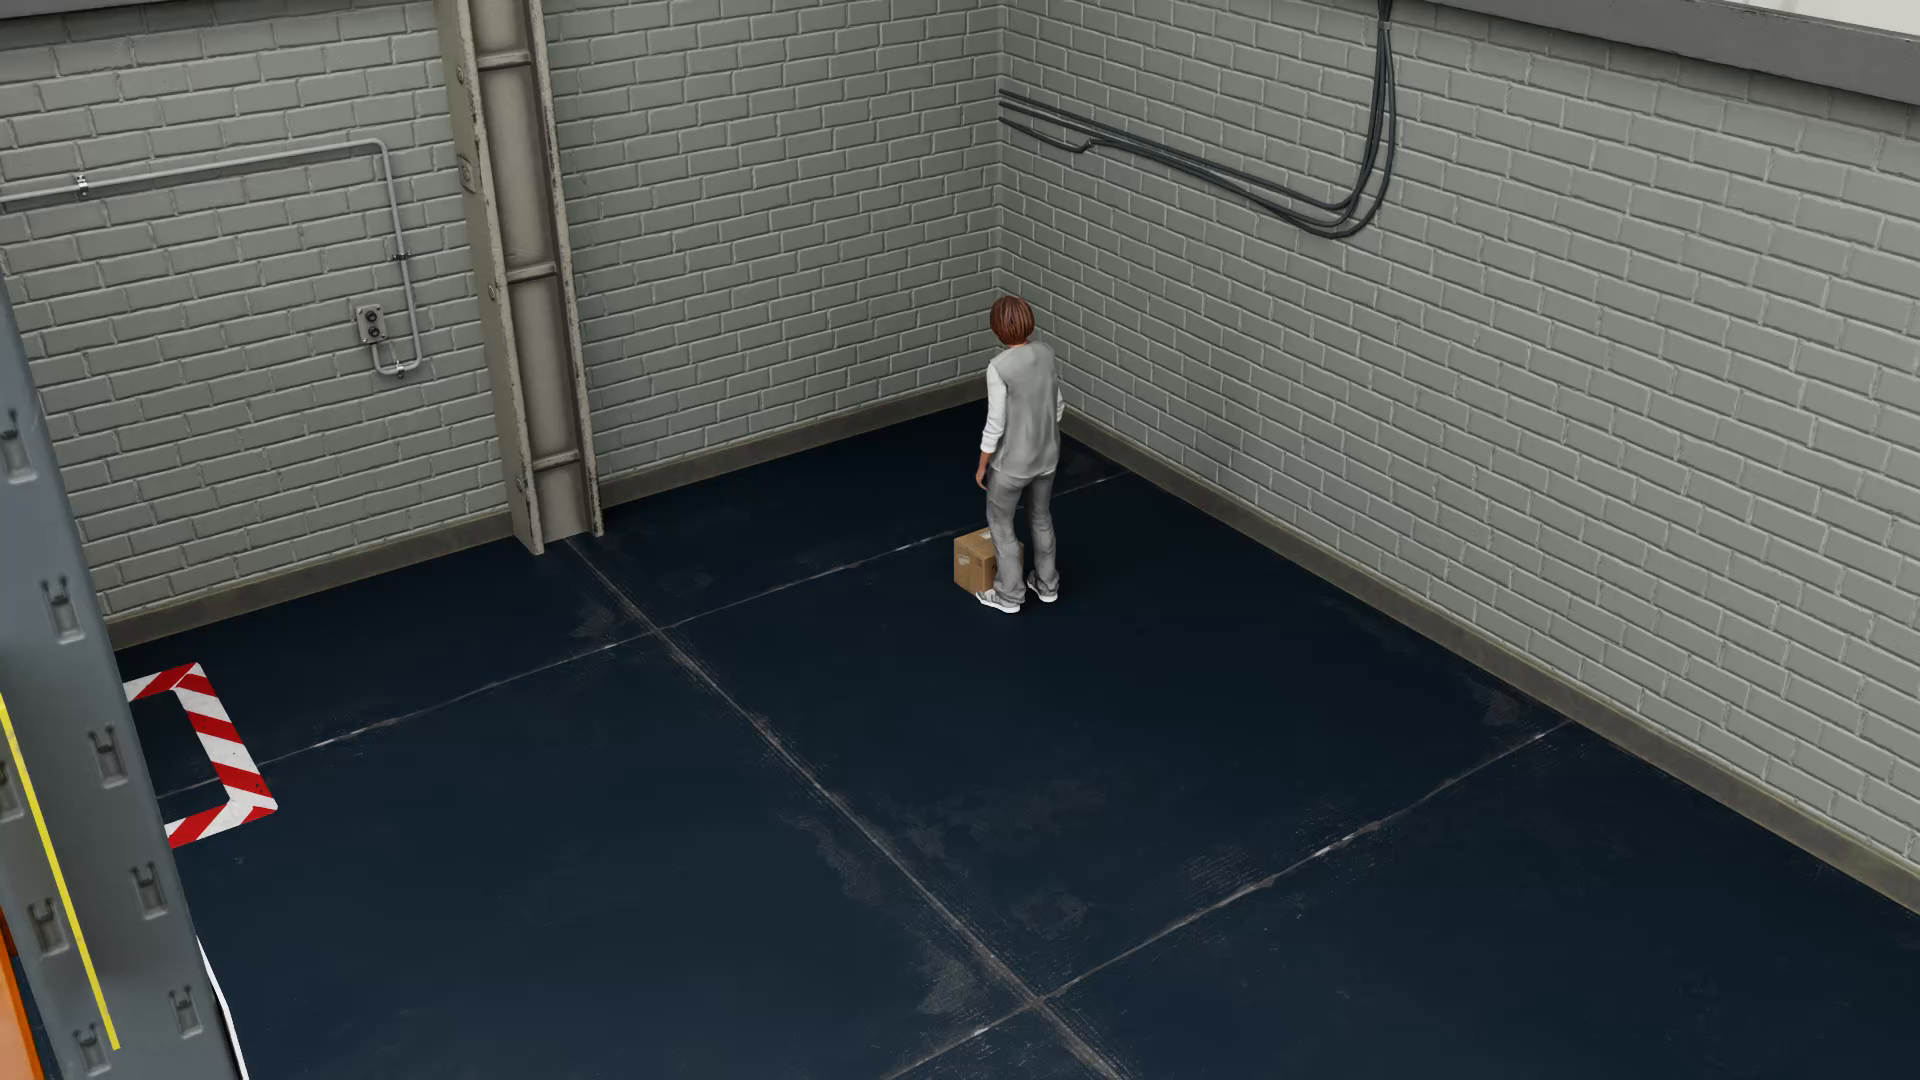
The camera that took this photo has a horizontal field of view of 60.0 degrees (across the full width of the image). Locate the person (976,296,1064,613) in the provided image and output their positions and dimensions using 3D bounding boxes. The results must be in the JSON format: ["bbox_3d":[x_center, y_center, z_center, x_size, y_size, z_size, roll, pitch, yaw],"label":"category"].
[{"bbox_3d":[0.278,-0.383,7.826,0.484,1.594,0.370,-21,35,-33],"label":"person"}]
